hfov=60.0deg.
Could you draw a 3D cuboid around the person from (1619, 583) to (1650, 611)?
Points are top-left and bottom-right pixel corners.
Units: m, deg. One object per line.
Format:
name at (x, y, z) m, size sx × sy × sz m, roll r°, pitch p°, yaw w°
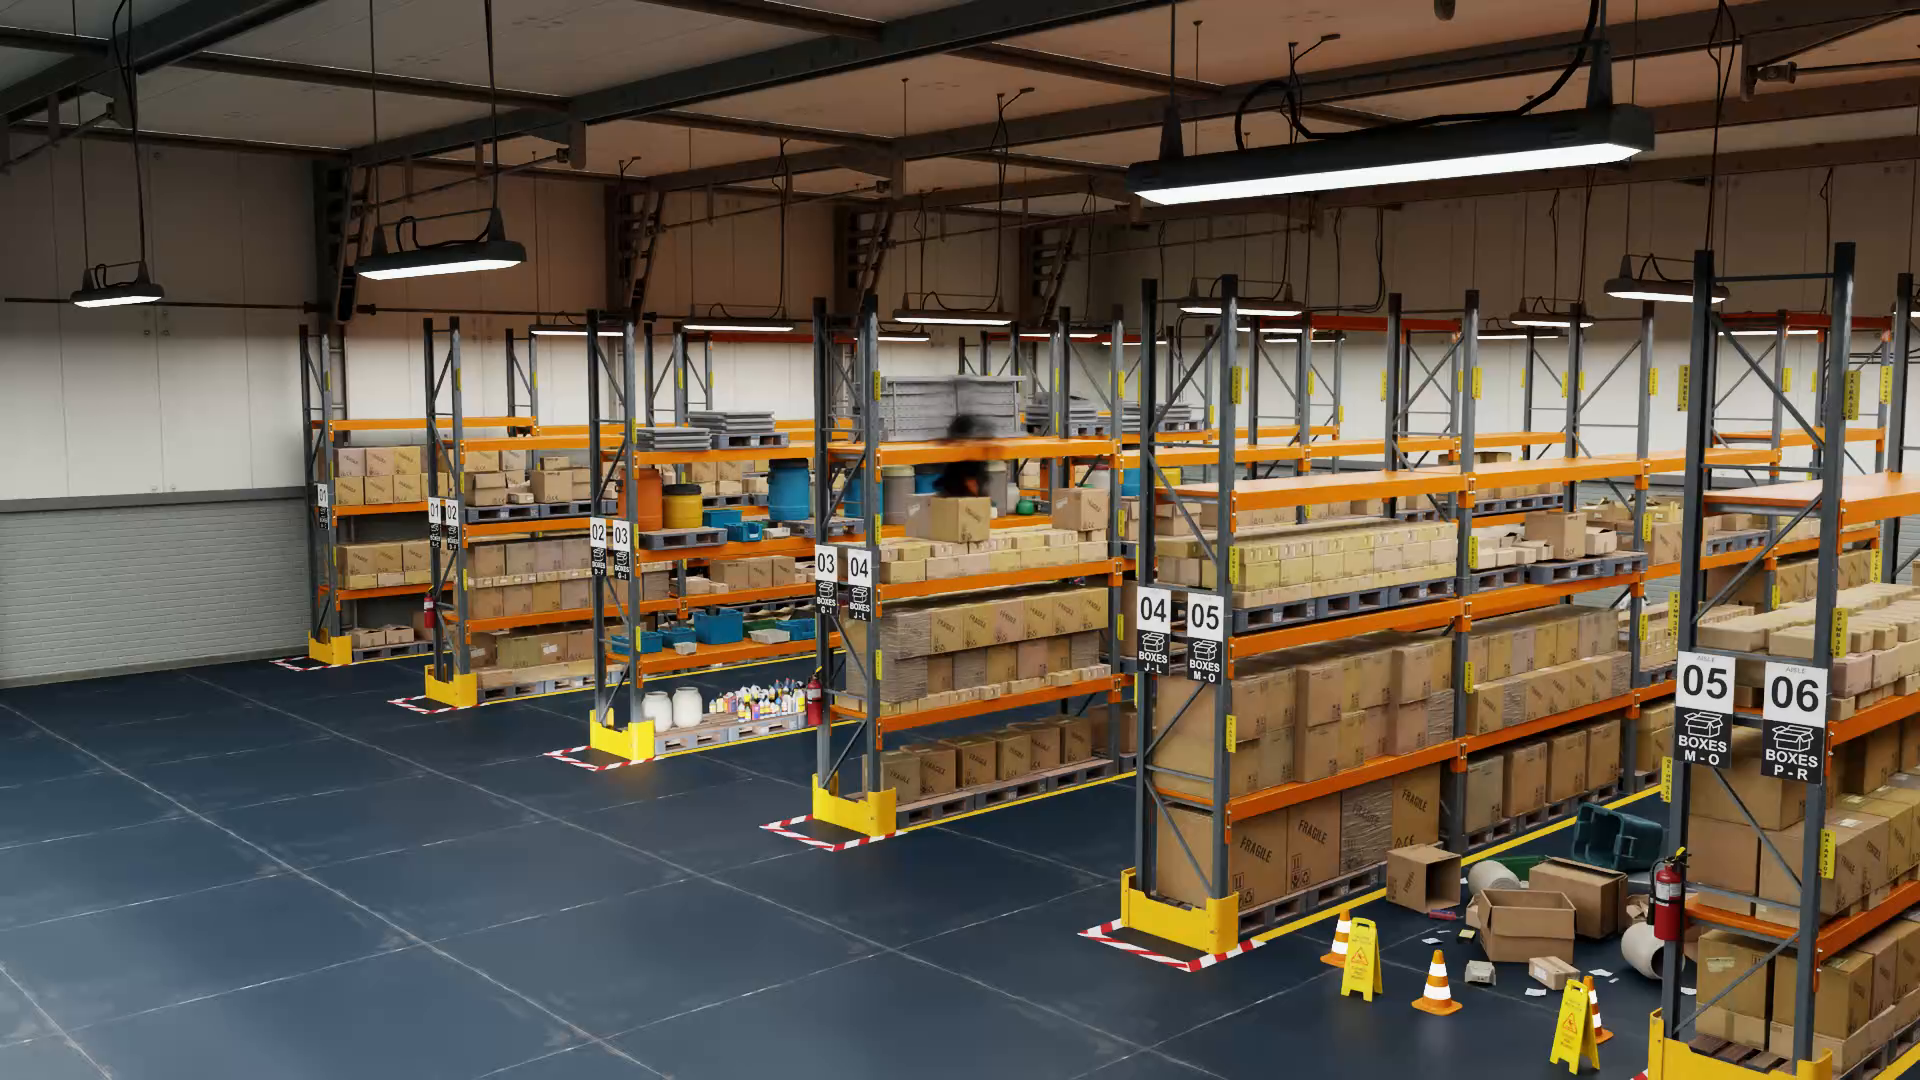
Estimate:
person at (11.647, 1.463, 28.557) m, size 0.626 × 1.665 × 0.742 m, roll 1°, pitch 6°, yaw 6°
